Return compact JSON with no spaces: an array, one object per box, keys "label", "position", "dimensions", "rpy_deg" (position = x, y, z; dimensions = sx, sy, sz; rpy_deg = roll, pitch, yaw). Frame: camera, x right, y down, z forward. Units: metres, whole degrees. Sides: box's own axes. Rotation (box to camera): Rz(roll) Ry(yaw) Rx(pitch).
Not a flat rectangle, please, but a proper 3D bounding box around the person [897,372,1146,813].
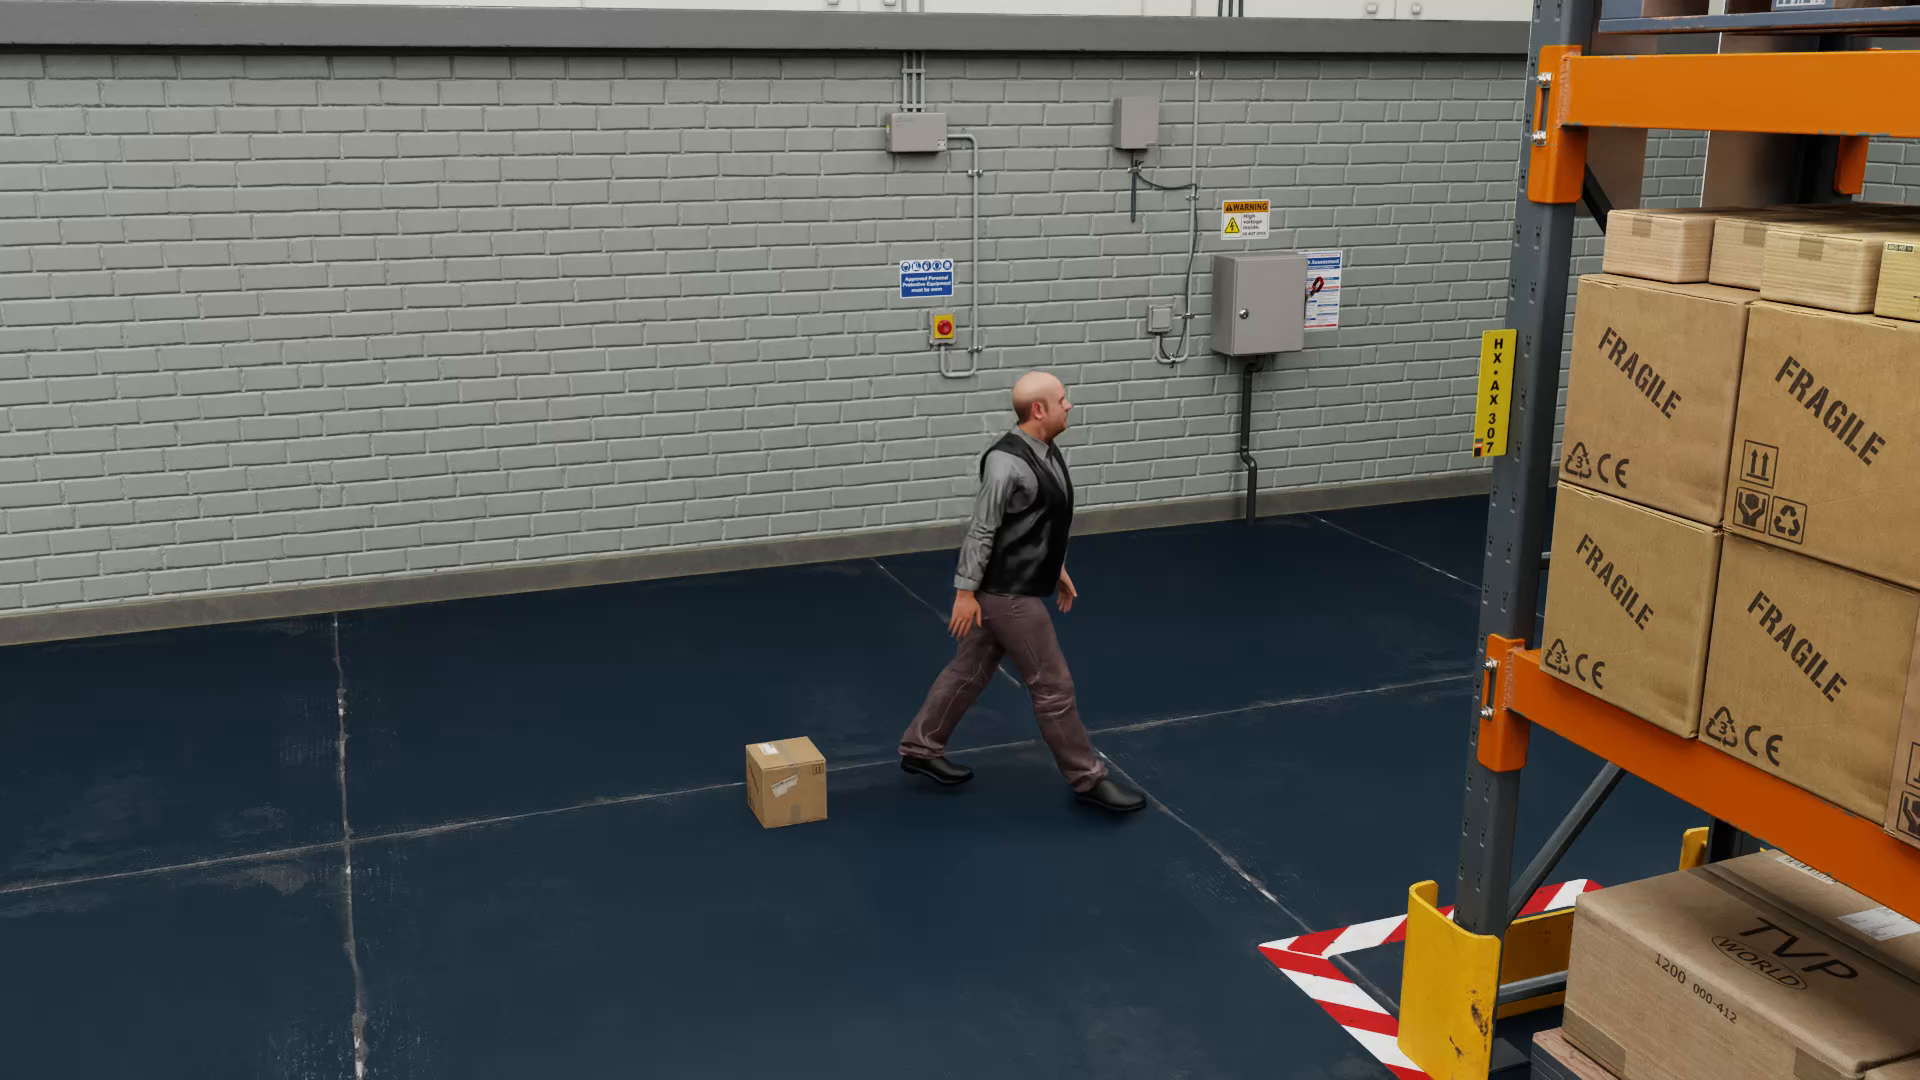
[{"label":"person","position":[0.246,0.173,6.401],"dimensions":[1.007,1.662,0.565],"rpy_deg":[3,16,9]}]
